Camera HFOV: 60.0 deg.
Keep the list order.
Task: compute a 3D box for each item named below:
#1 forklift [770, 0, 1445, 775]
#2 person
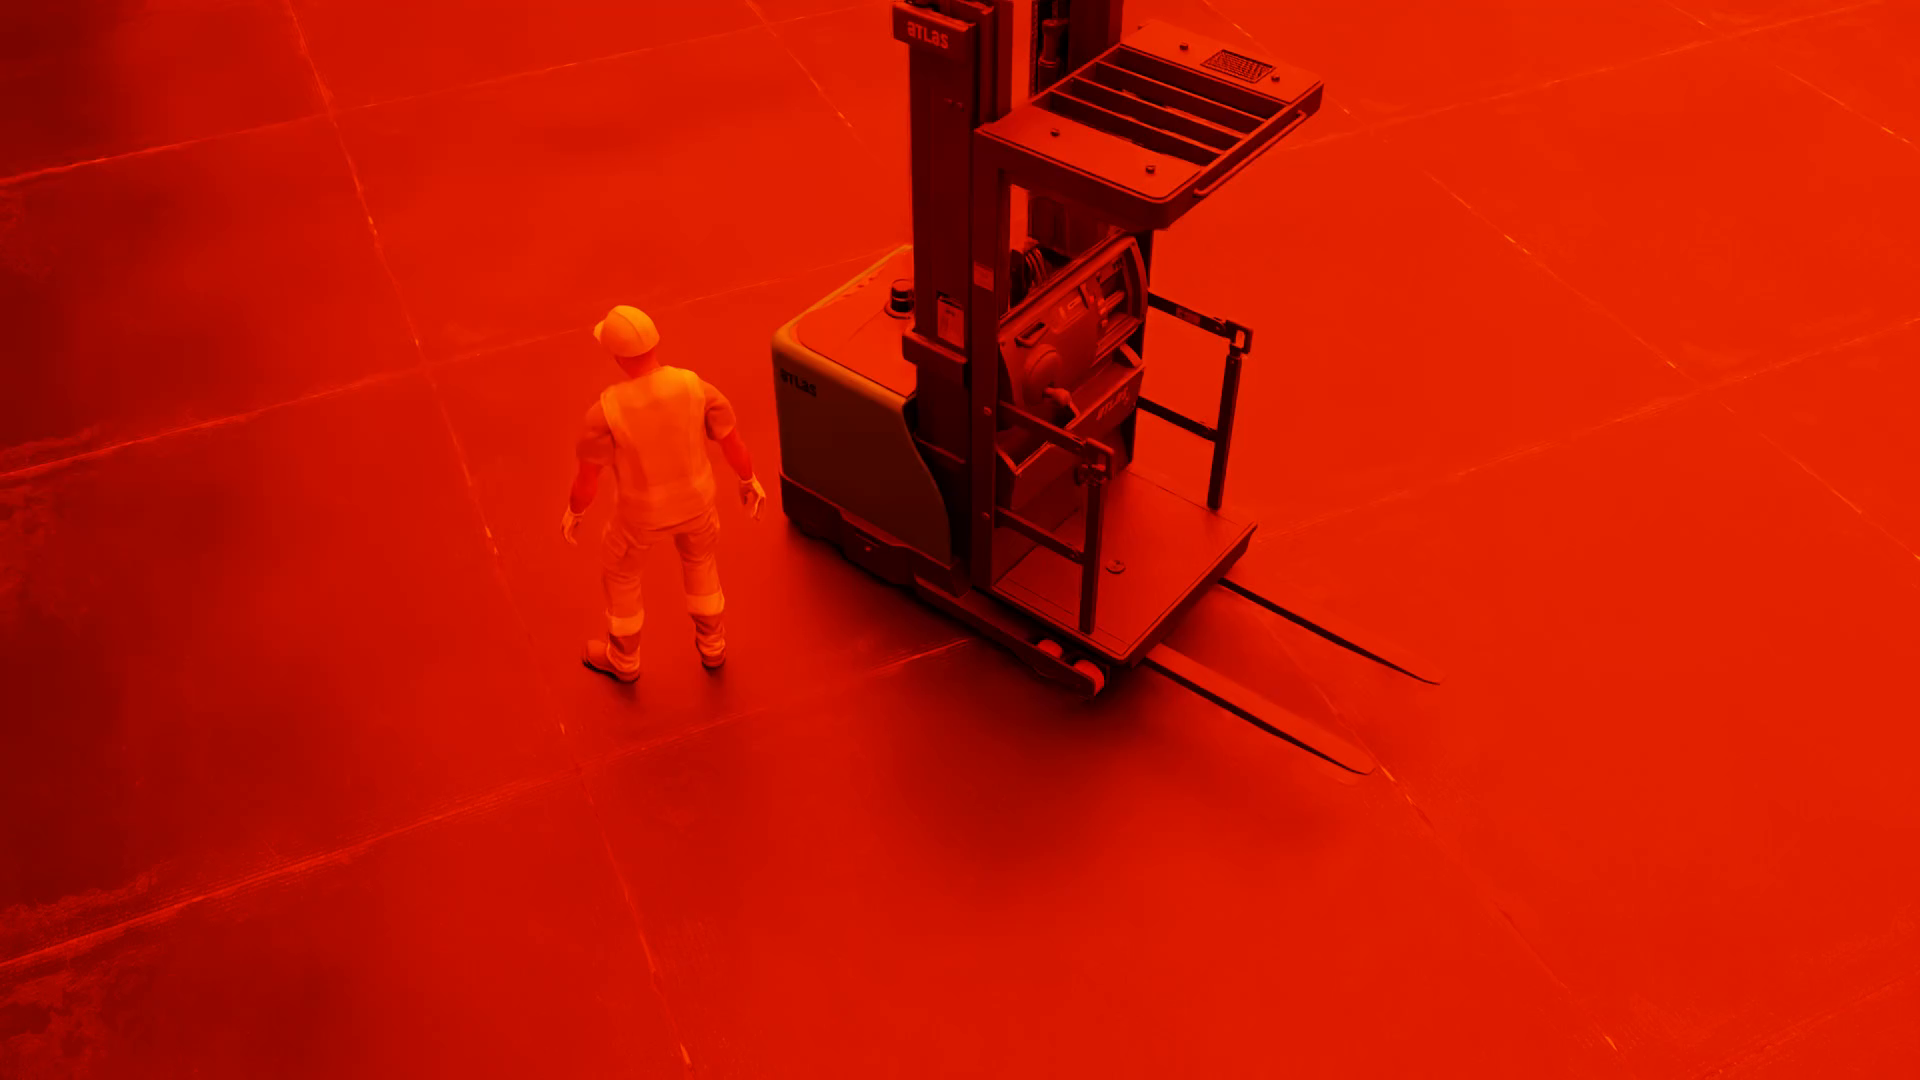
[{"bbox_3d":[0.623,-0.808,6.546,3.031,2.935,1.130,28,50,27],"label":"forklift"},{"bbox_3d":[-1.220,-0.181,6.739,0.819,1.753,0.423,-19,46,-19],"label":"person"}]
